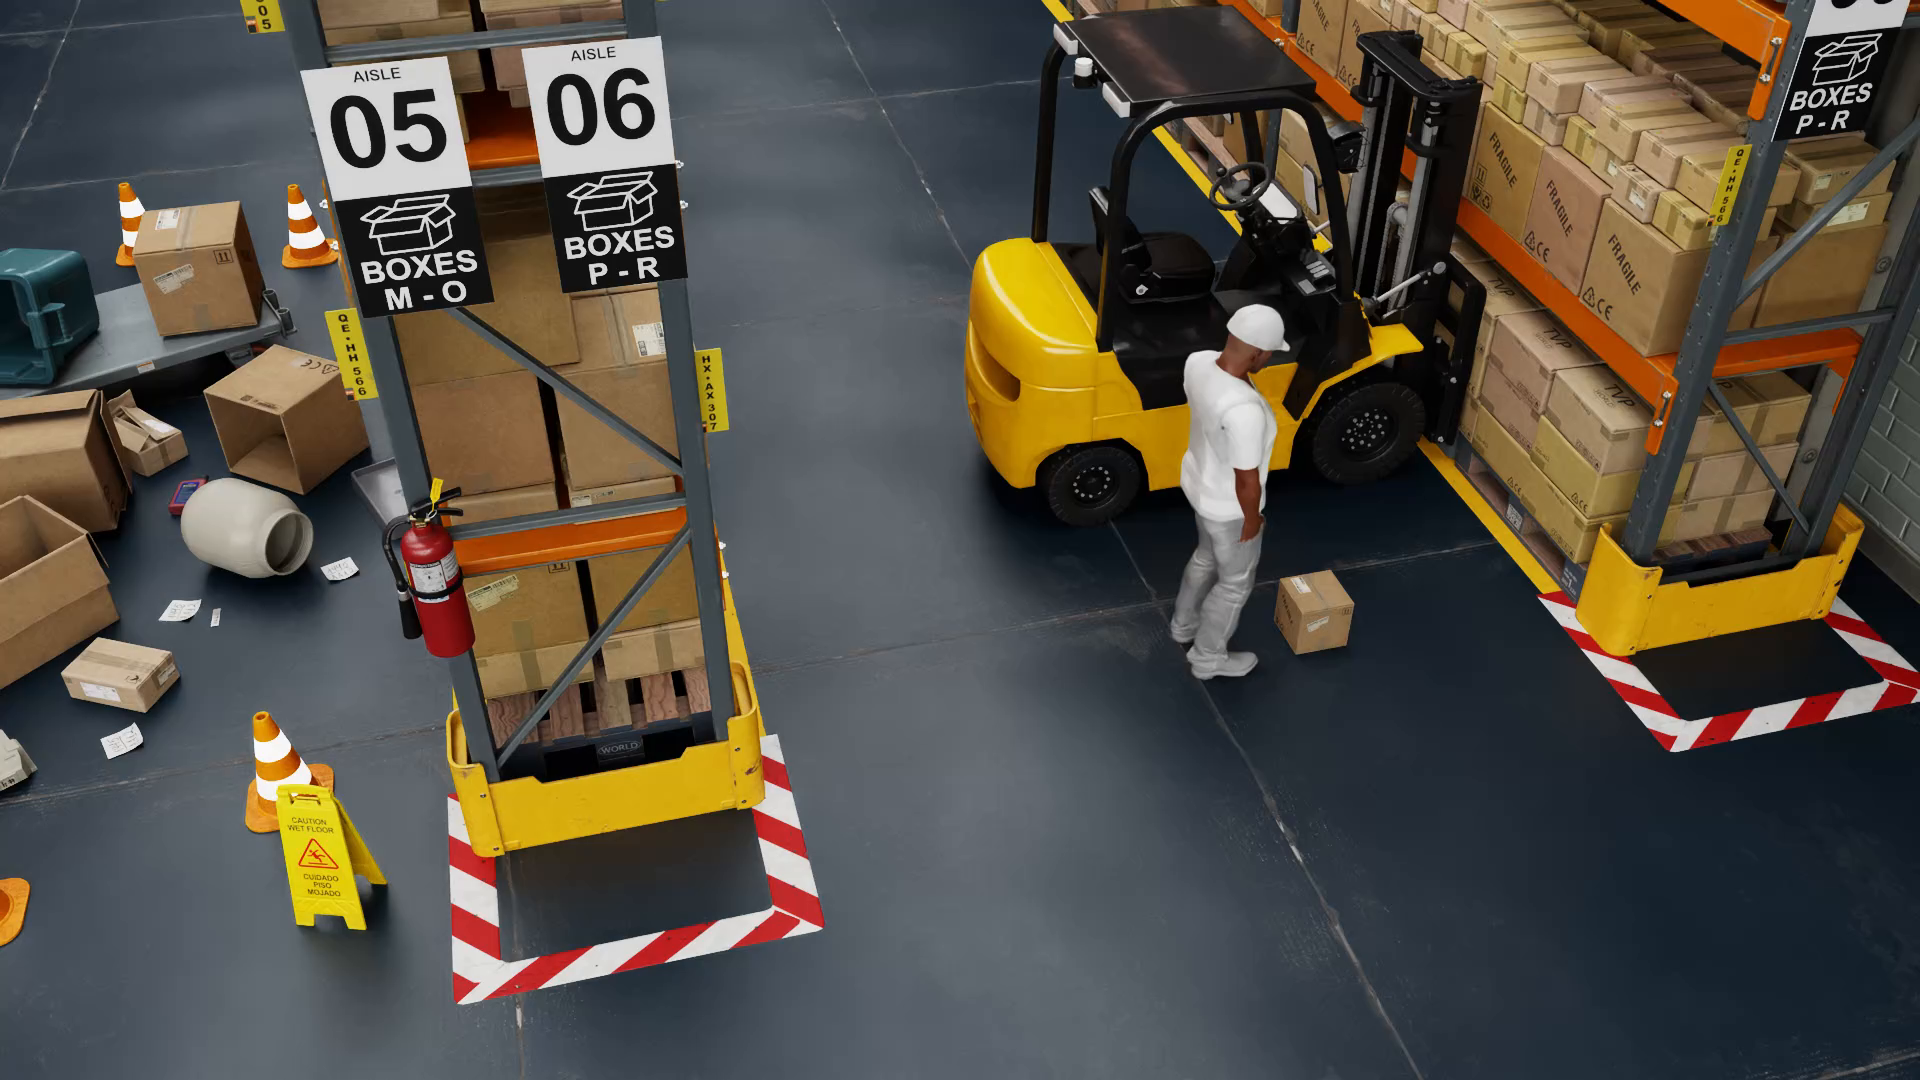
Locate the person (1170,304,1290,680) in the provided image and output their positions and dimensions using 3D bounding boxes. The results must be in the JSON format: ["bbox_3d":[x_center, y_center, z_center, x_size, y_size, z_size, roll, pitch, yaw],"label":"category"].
[{"bbox_3d":[1.118,-0.207,6.972,0.384,1.751,0.573,-9,39,-11],"label":"person"}]
